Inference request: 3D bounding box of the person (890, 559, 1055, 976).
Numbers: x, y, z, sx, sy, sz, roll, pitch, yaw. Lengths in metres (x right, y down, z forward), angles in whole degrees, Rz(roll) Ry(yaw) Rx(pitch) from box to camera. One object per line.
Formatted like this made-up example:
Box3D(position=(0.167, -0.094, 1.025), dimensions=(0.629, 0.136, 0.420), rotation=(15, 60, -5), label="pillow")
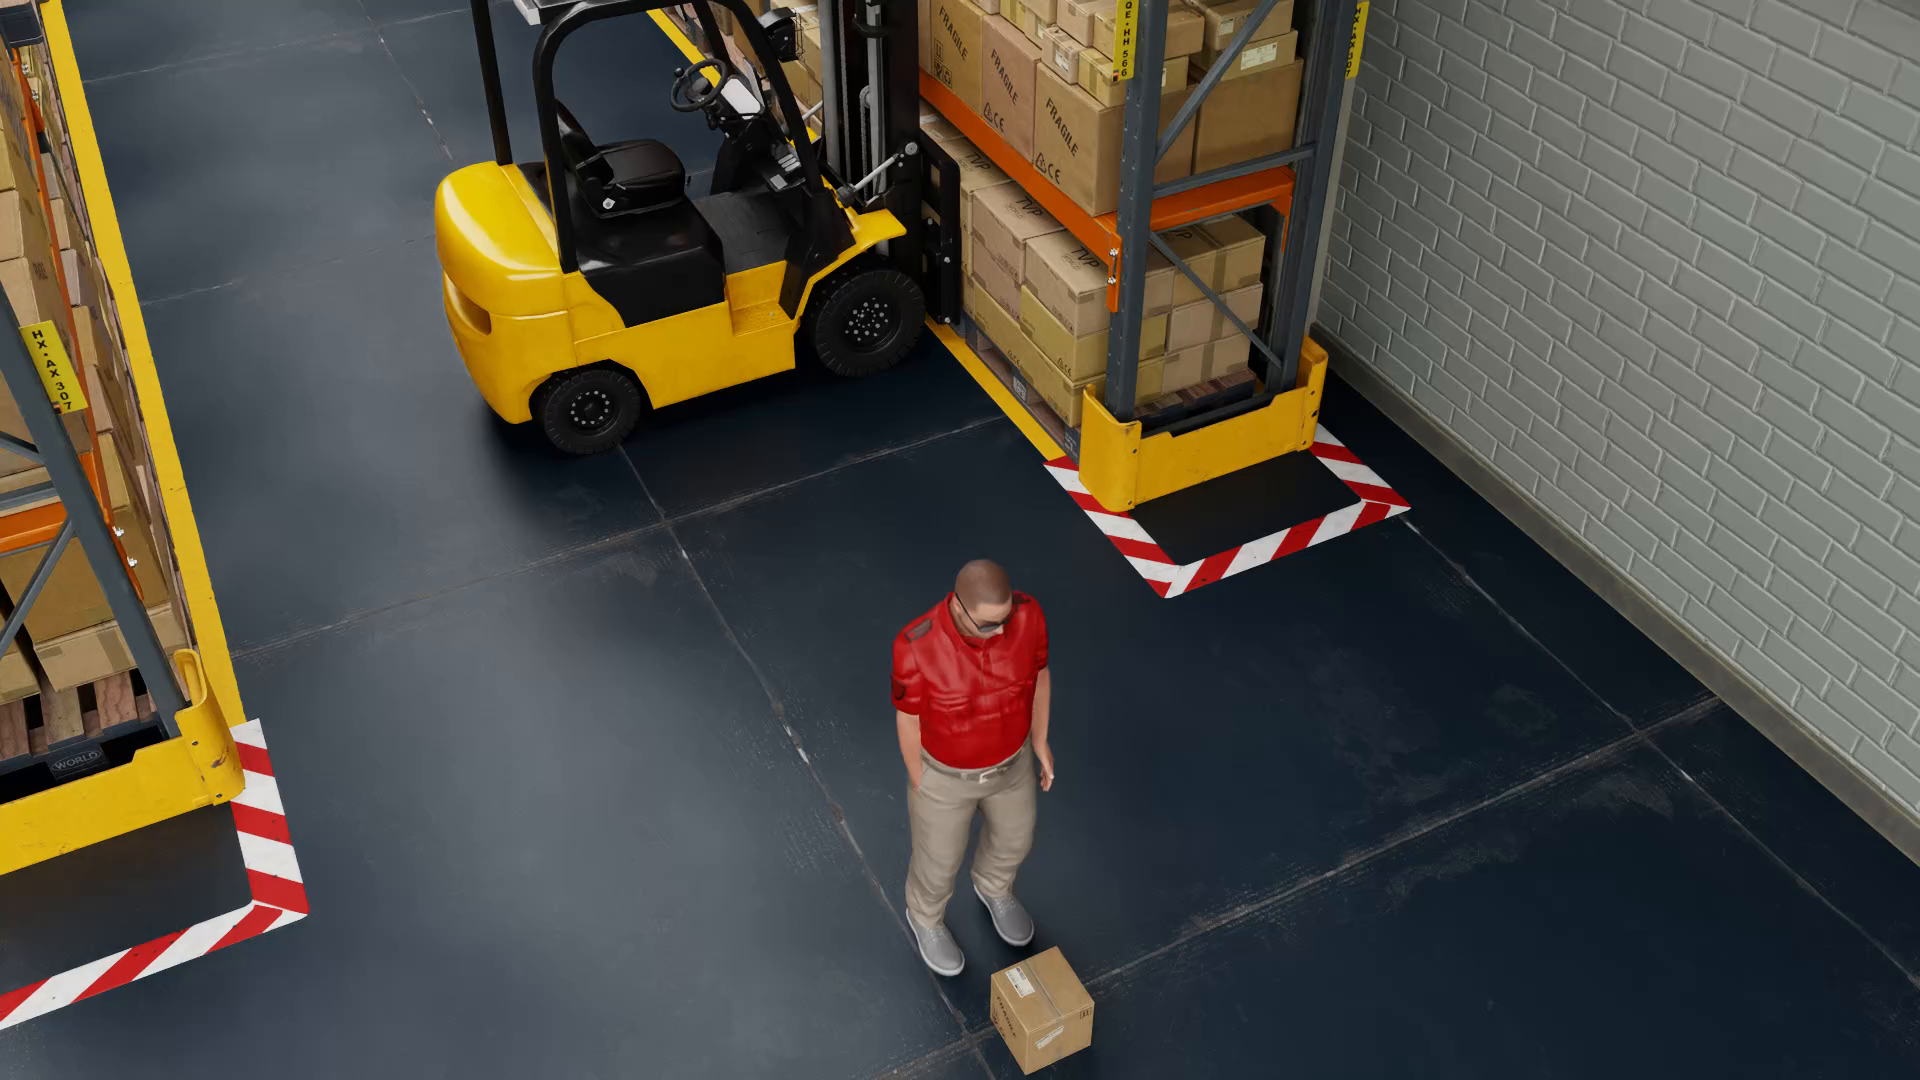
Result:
Box3D(position=(0.057, 0.713, 5.365), dimensions=(0.534, 1.717, 0.357), rotation=(-18, 44, -20), label="person")
